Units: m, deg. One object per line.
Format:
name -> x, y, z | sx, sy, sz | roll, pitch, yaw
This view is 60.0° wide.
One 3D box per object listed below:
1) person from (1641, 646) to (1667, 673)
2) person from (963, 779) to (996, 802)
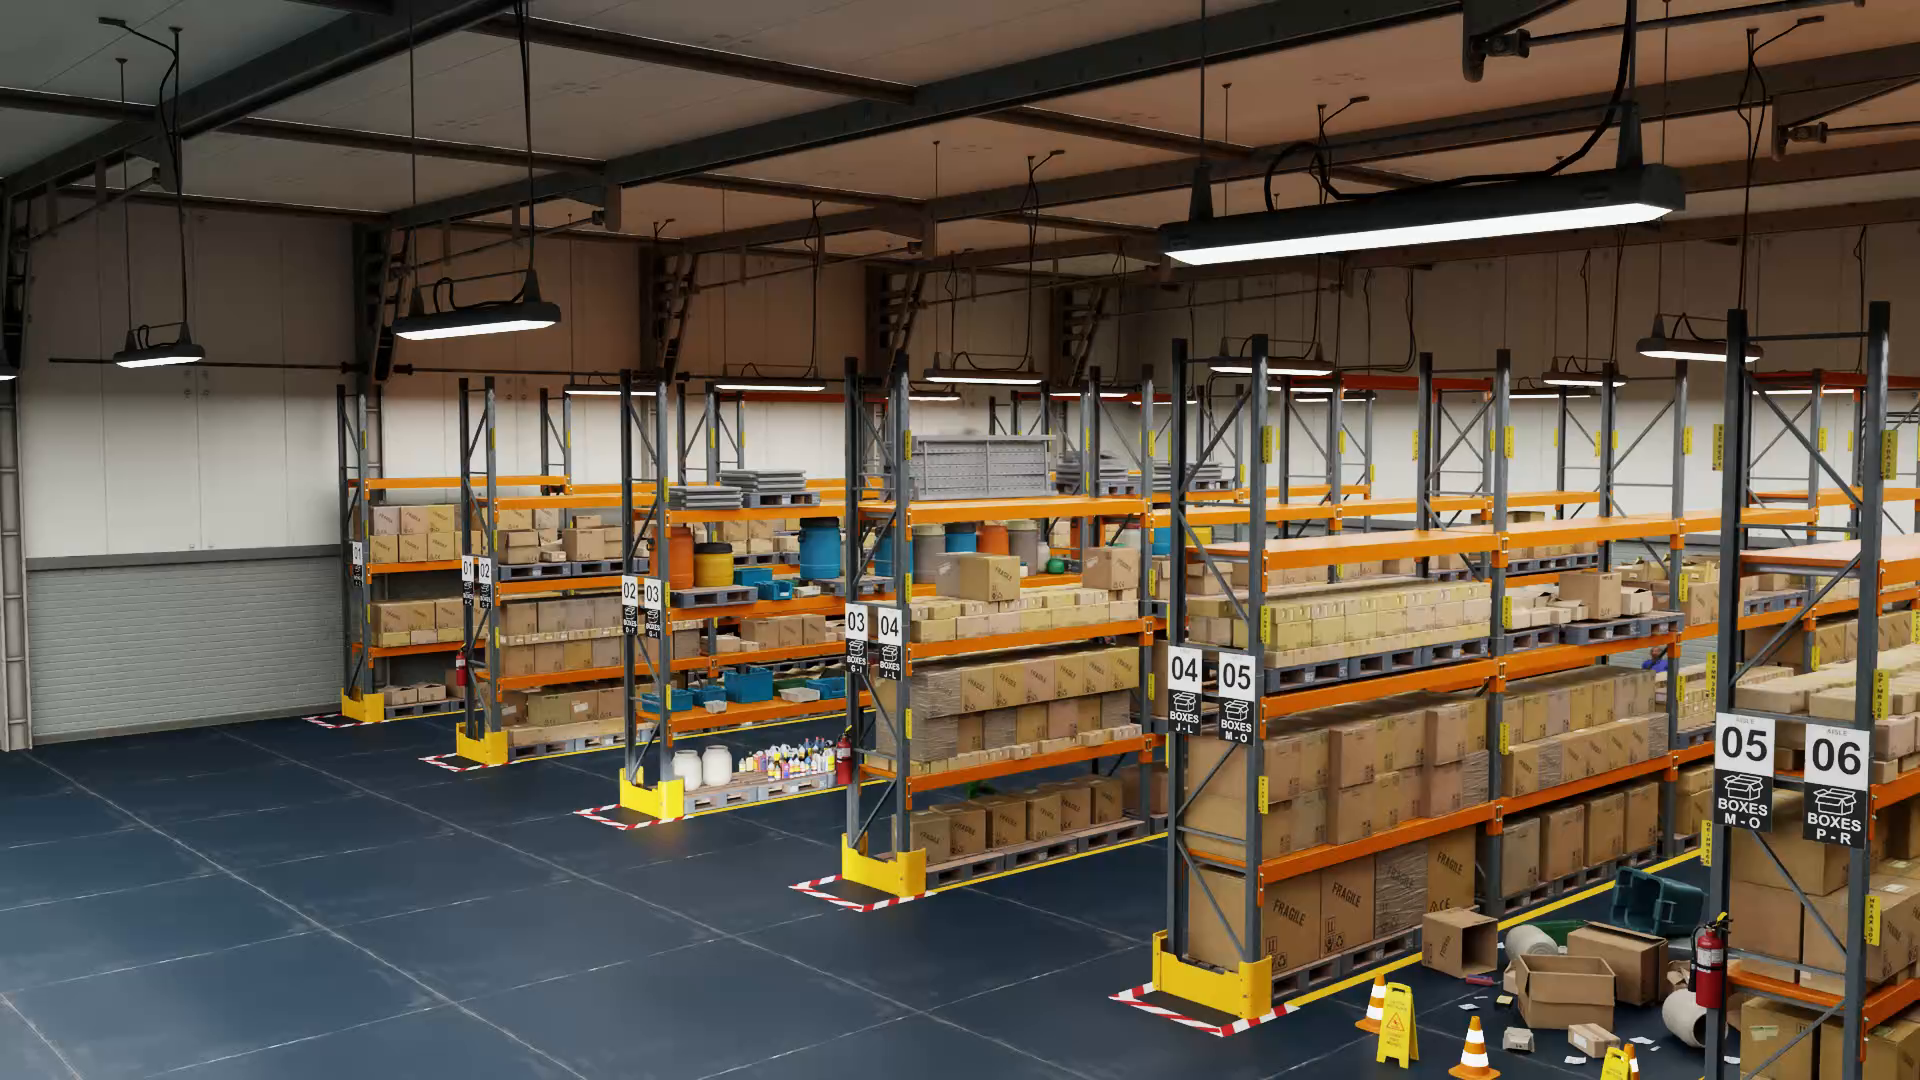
person -> 11.614, 2.559, 27.697 | 0.600, 1.604, 0.599 | 2, 4, 30
person -> 0.256, 2.850, 21.914 | 0.654, 1.759, 0.814 | 3, 5, 40
